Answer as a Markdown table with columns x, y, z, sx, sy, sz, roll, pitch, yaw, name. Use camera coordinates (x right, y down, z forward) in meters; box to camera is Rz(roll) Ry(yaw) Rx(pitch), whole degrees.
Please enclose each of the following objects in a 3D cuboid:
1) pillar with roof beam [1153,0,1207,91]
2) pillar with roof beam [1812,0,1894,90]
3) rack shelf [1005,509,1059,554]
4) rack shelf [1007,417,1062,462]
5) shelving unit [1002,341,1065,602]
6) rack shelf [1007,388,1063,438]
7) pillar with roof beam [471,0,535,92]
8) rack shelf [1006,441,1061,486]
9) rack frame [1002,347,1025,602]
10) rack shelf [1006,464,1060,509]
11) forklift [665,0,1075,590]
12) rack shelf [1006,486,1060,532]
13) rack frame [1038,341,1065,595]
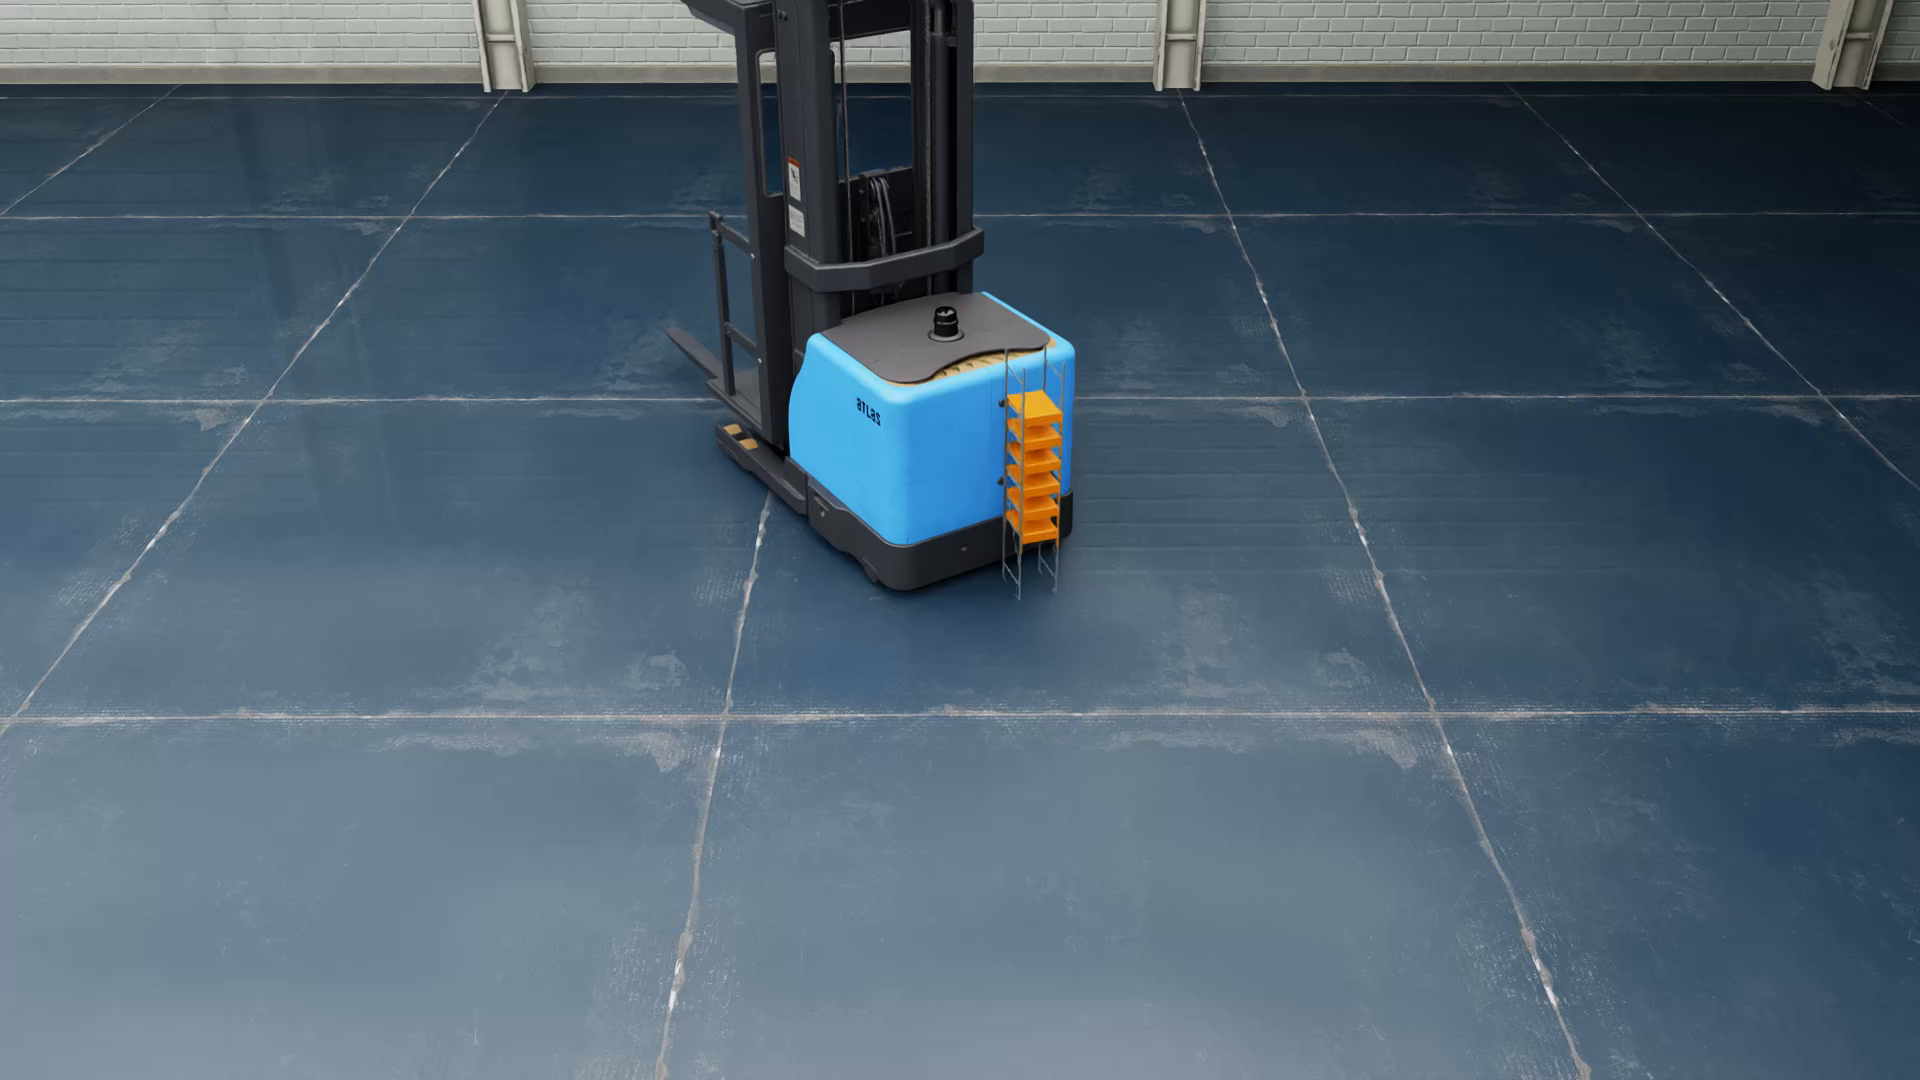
| x | y | z | sx | sy | sz | roll | pitch | yaw | name |
| --- | --- | --- | --- | --- | --- | --- | --- | --- | --- |
| 1.977 | -5.713 | 8.990 | 0.400 | 9.000 | 9.100 | 0 | 31 | 0 | pillar with roof beam |
| 7.977 | -5.732 | 9.021 | 0.400 | 9.000 | 9.100 | 0 | 31 | 0 | pillar with roof beam |
| 0.329 | -0.054 | 7.731 | 0.180 | 0.103 | 0.258 | -10 | 33 | -16 | rack shelf |
| 0.328 | -0.464 | 7.482 | 0.180 | 0.103 | 0.258 | -10 | 33 | -16 | rack shelf |
| 0.328 | -0.297 | 7.583 | 0.189 | 1.200 | 0.258 | -10 | 33 | -16 | shelving unit |
| 0.328 | -0.567 | 7.419 | 0.180 | 0.103 | 0.258 | -10 | 33 | -16 | rack shelf |
| -4.023 | -5.694 | 8.960 | 0.400 | 9.000 | 9.100 | 0 | 31 | 0 | pillar with roof beam |
| 0.328 | -0.362 | 7.544 | 0.180 | 0.103 | 0.258 | -10 | 33 | -16 | rack shelf |
| 0.241 | -0.282 | 7.558 | 0.006 | 1.200 | 0.240 | -10 | 33 | -16 | rack frame |
| 0.328 | -0.259 | 7.606 | 0.180 | 0.103 | 0.258 | -10 | 33 | -16 | rack shelf |
| -0.662 | -1.745 | 8.300 | 1.130 | 2.935 | 3.031 | -18 | 36 | -27 | forklift |
| 0.328 | -0.157 | 7.668 | 0.180 | 0.103 | 0.258 | -10 | 33 | -16 | rack shelf |
| 0.415 | -0.313 | 7.608 | 0.006 | 1.200 | 0.240 | -10 | 33 | -16 | rack frame |
